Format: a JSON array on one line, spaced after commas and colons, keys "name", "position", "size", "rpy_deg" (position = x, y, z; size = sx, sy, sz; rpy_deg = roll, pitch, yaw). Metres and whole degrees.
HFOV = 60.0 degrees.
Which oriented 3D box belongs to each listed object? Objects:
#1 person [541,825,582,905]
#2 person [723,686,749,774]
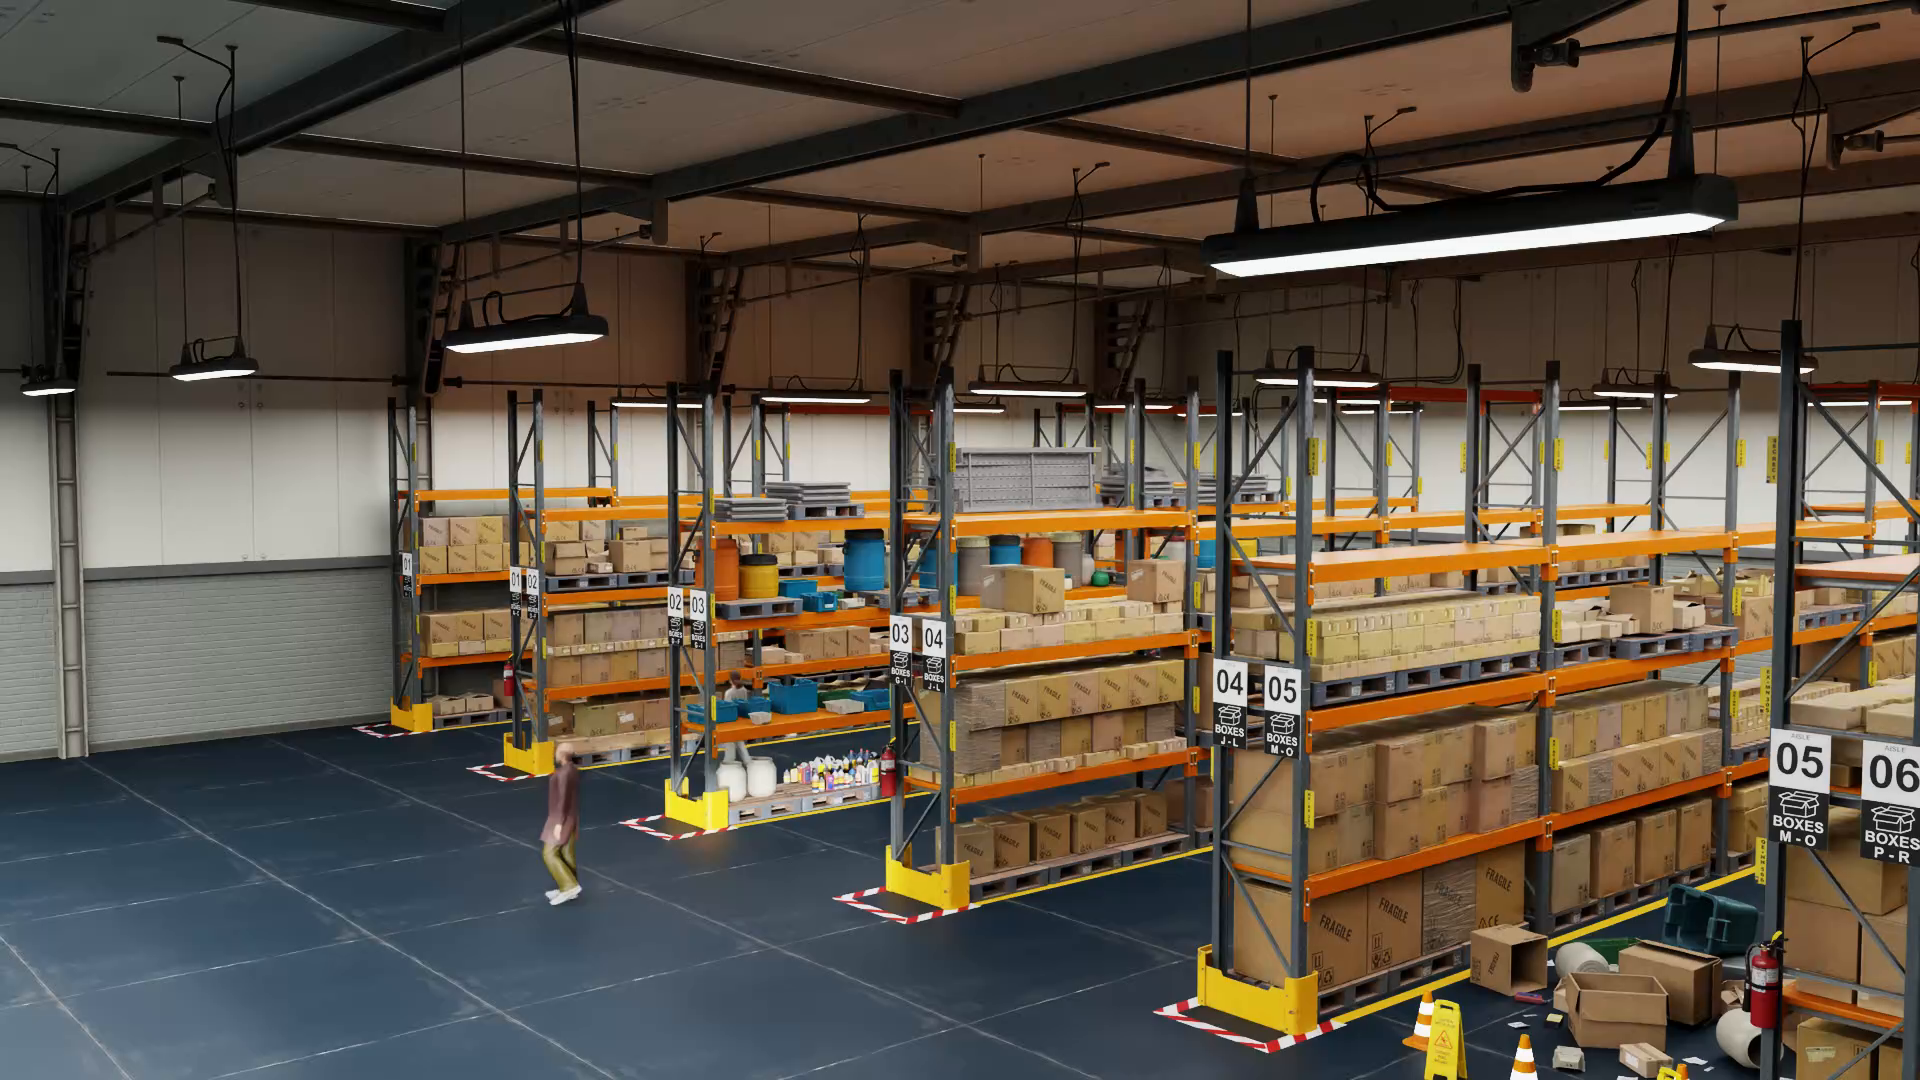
[{"name": "person", "position": [-4.473, 3.523, 18.713], "size": [0.470, 1.080, 0.429], "rpy_deg": [0, 3, 1]}, {"name": "person", "position": [-3.458, 2.951, 25.601], "size": [0.449, 1.437, 0.482], "rpy_deg": [2, 4, 32]}]
